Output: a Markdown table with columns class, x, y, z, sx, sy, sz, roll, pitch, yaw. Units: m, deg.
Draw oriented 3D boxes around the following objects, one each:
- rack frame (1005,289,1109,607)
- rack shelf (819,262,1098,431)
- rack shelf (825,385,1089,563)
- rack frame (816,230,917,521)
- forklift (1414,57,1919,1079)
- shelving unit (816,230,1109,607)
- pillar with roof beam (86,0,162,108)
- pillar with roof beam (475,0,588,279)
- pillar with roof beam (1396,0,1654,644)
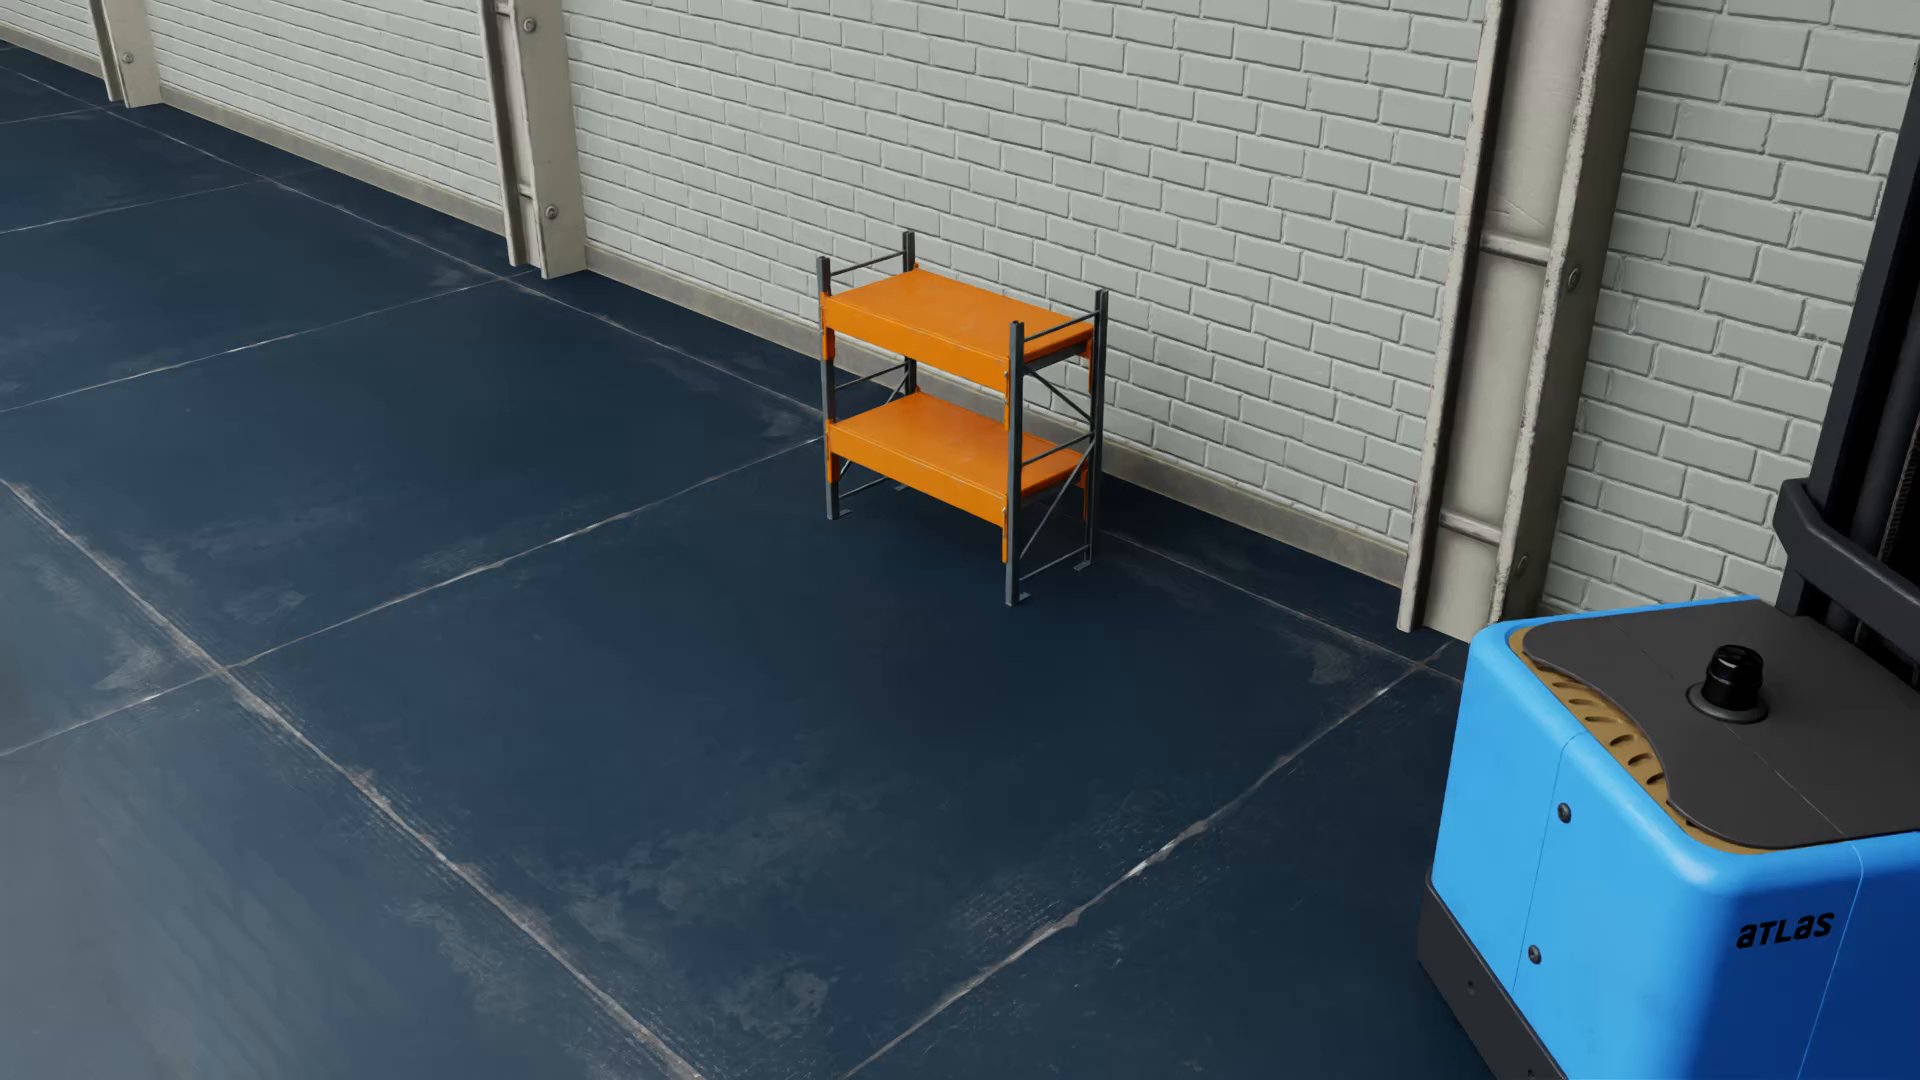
| class | x | y | z | sx | sy | sz | roll | pitch | yaw |
| --- | --- | --- | --- | --- | --- | --- | --- | --- | --- |
| rack frame | 0.358 | -0.334 | 6.177 | 0.032 | 1.125 | 0.500 | 25 | 36 | 38 |
| rack shelf | -0.005 | -0.759 | 6.356 | 1.000 | 0.278 | 0.538 | 25 | 36 | 38 |
| rack shelf | -0.005 | -0.284 | 6.606 | 1.000 | 0.278 | 0.538 | 25 | 36 | 38 |
| rack frame | -0.367 | -0.666 | 6.808 | 0.032 | 1.125 | 0.500 | 25 | 36 | 38 |
| forklift | 2.796 | -0.062 | 3.718 | 3.031 | 2.935 | 1.130 | -5 | 28 | -10 |
| shelving unit | -0.005 | -0.500 | 6.492 | 1.048 | 1.125 | 0.538 | 25 | 36 | 38 |
| pillar with roof beam | -9.719 | -6.133 | 8.744 | 0.400 | 9.000 | 9.100 | 25 | 36 | 38 |
| pillar with roof beam | -5.440 | -4.175 | 5.021 | 0.400 | 9.000 | 9.100 | 25 | 36 | 38 |
| pillar with roof beam | -1.162 | -2.217 | 1.297 | 0.400 | 9.000 | 9.100 | 25 | 36 | 38 |
